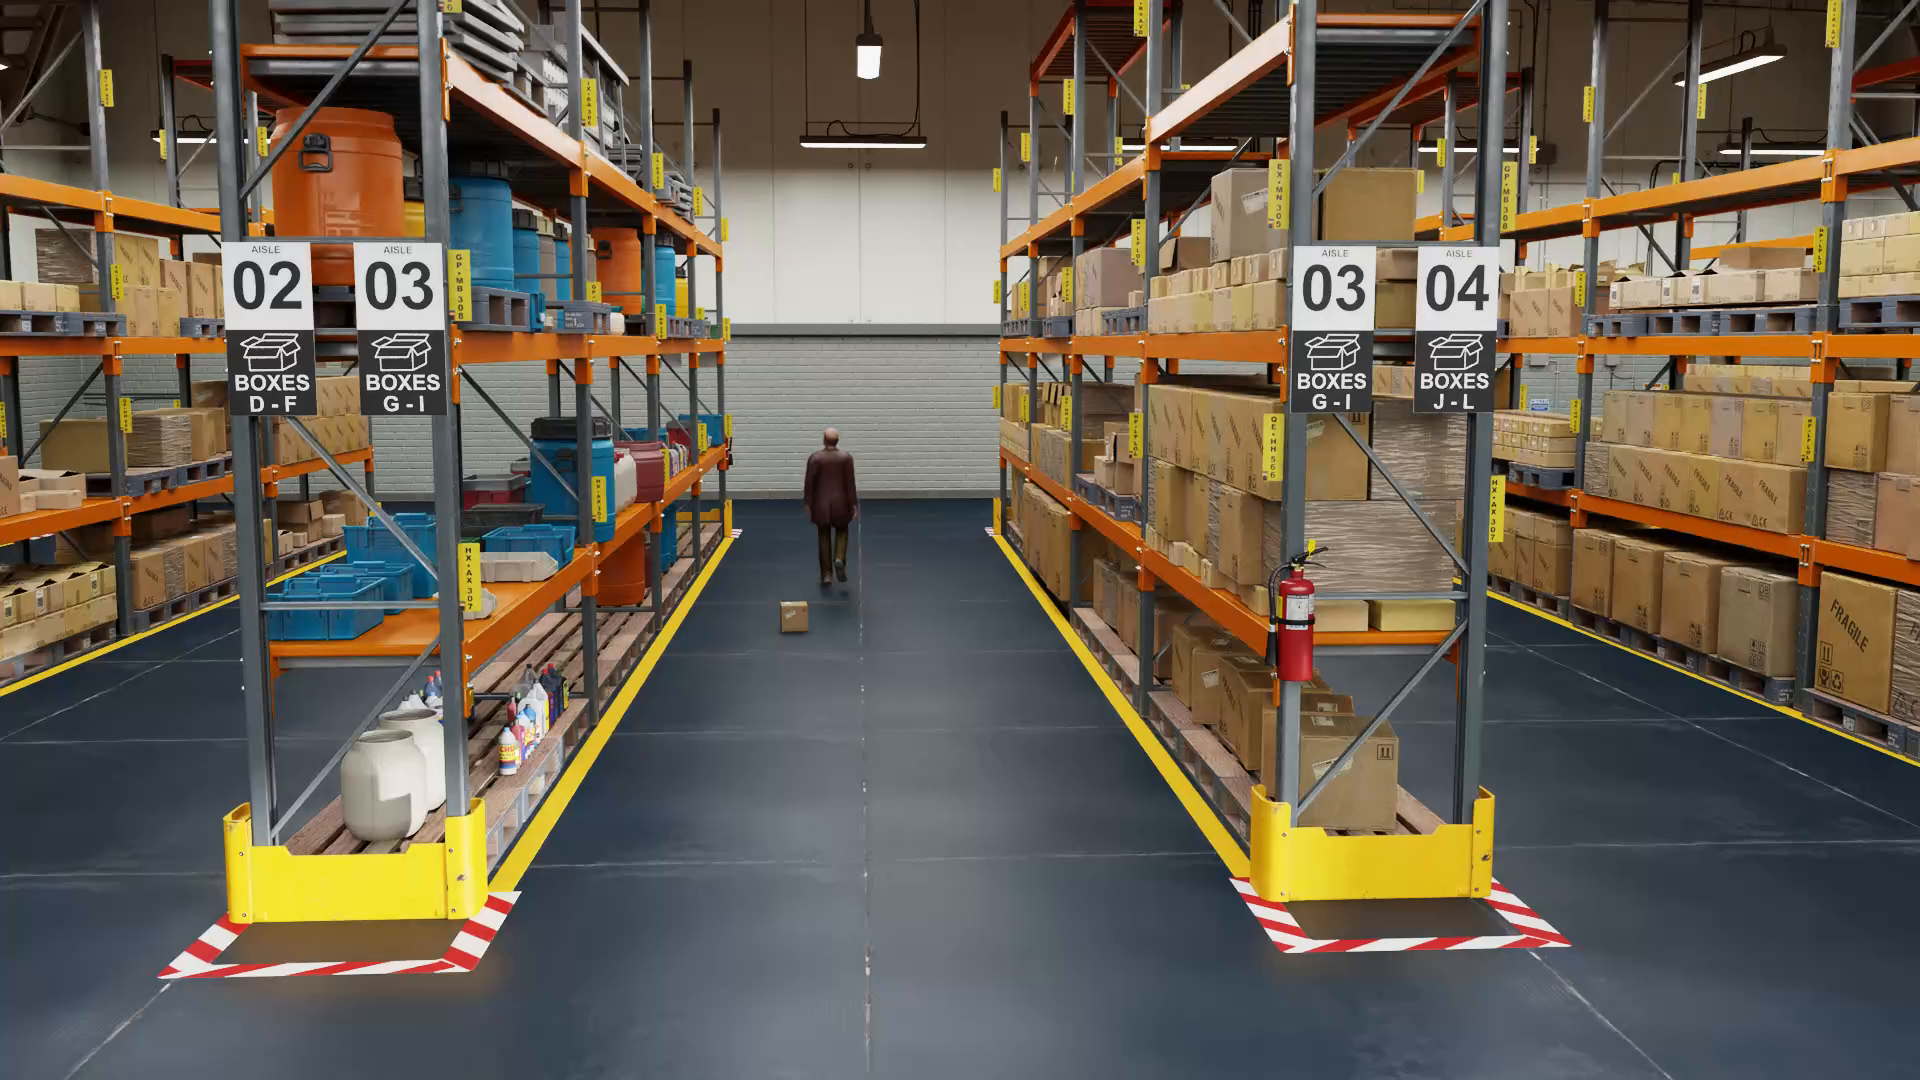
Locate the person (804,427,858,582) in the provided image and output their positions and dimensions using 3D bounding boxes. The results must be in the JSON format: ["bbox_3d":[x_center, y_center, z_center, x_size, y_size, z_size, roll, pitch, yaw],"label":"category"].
[{"bbox_3d":[-1.488,-0.398,19.071,0.610,1.796,0.480,-1,7,-8],"label":"person"}]
